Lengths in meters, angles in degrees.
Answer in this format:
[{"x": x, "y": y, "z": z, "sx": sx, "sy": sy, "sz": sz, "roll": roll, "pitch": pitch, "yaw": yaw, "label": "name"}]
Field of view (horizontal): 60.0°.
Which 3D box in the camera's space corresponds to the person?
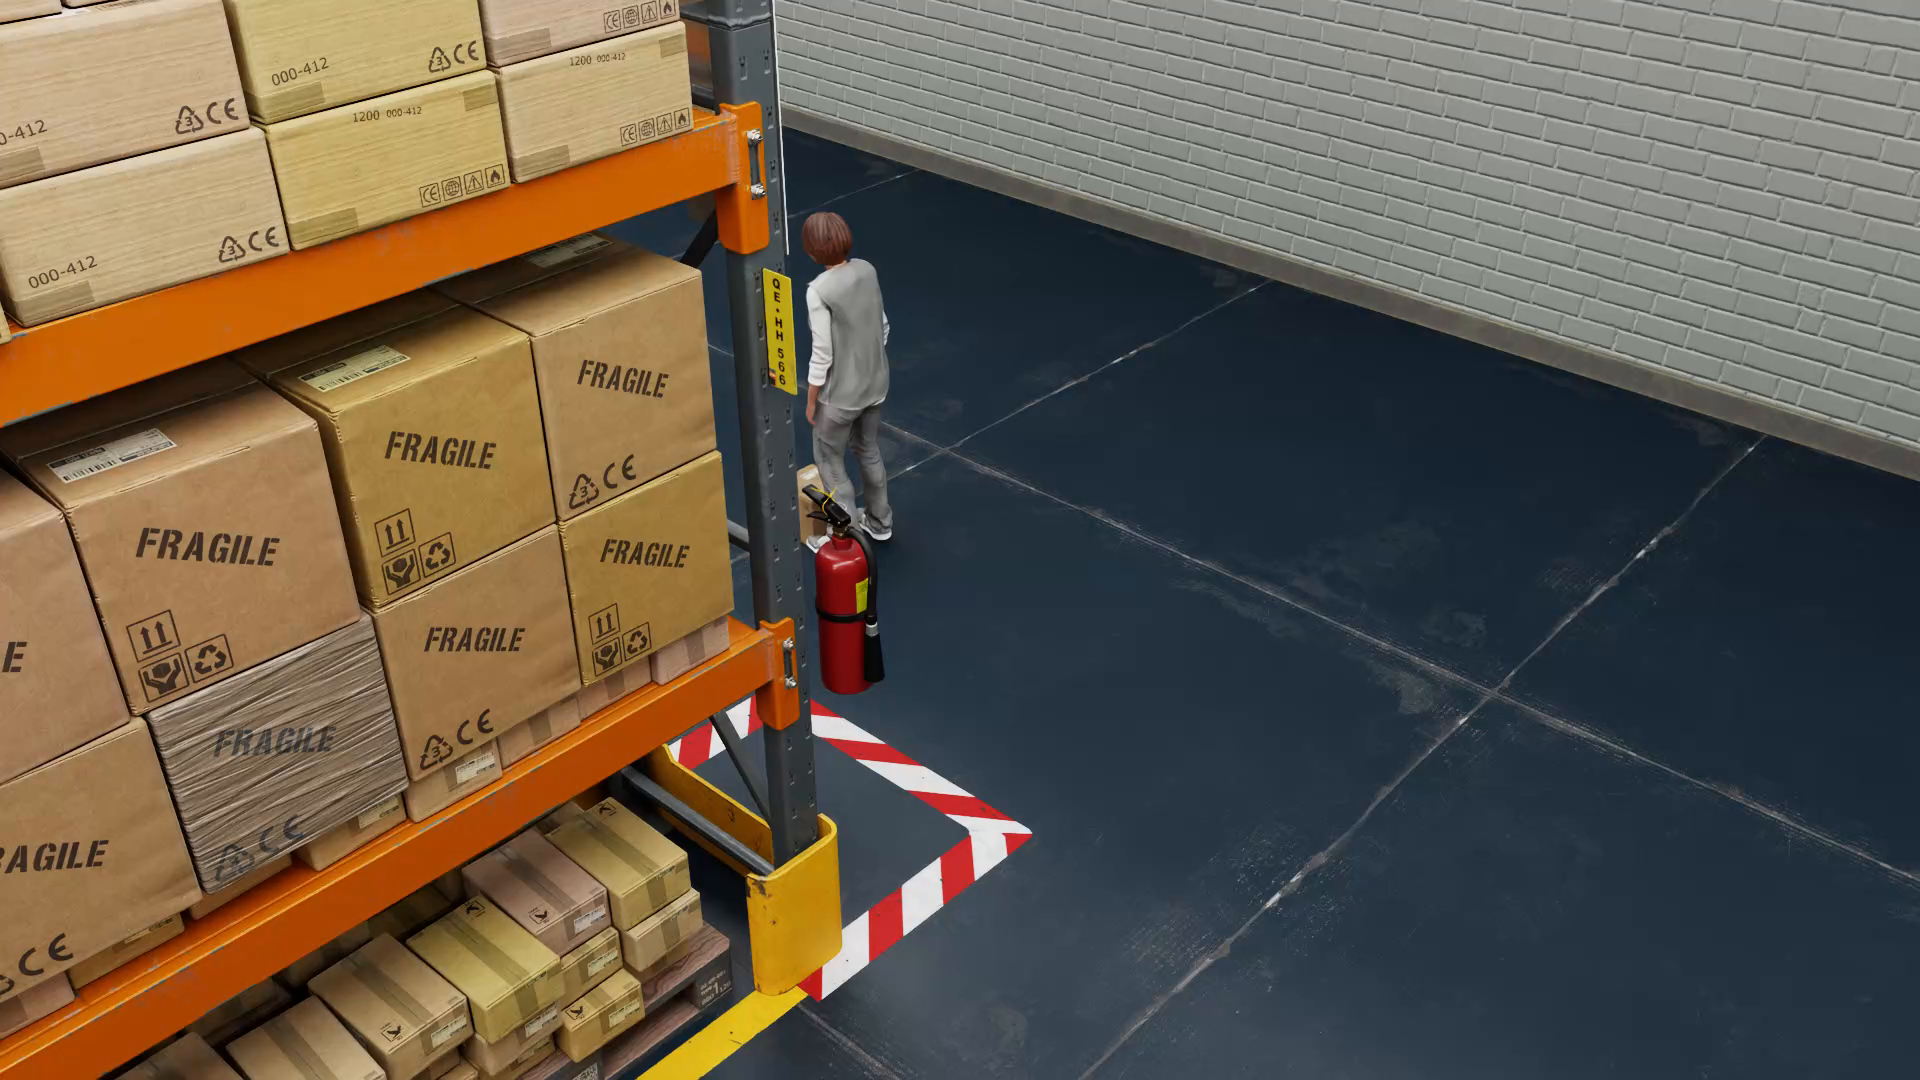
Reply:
[{"x": -0.490, "y": -0.647, "z": 7.193, "sx": 0.346, "sy": 1.591, "sz": 0.466, "roll": 24, "pitch": 39, "yaw": 33, "label": "person"}]
